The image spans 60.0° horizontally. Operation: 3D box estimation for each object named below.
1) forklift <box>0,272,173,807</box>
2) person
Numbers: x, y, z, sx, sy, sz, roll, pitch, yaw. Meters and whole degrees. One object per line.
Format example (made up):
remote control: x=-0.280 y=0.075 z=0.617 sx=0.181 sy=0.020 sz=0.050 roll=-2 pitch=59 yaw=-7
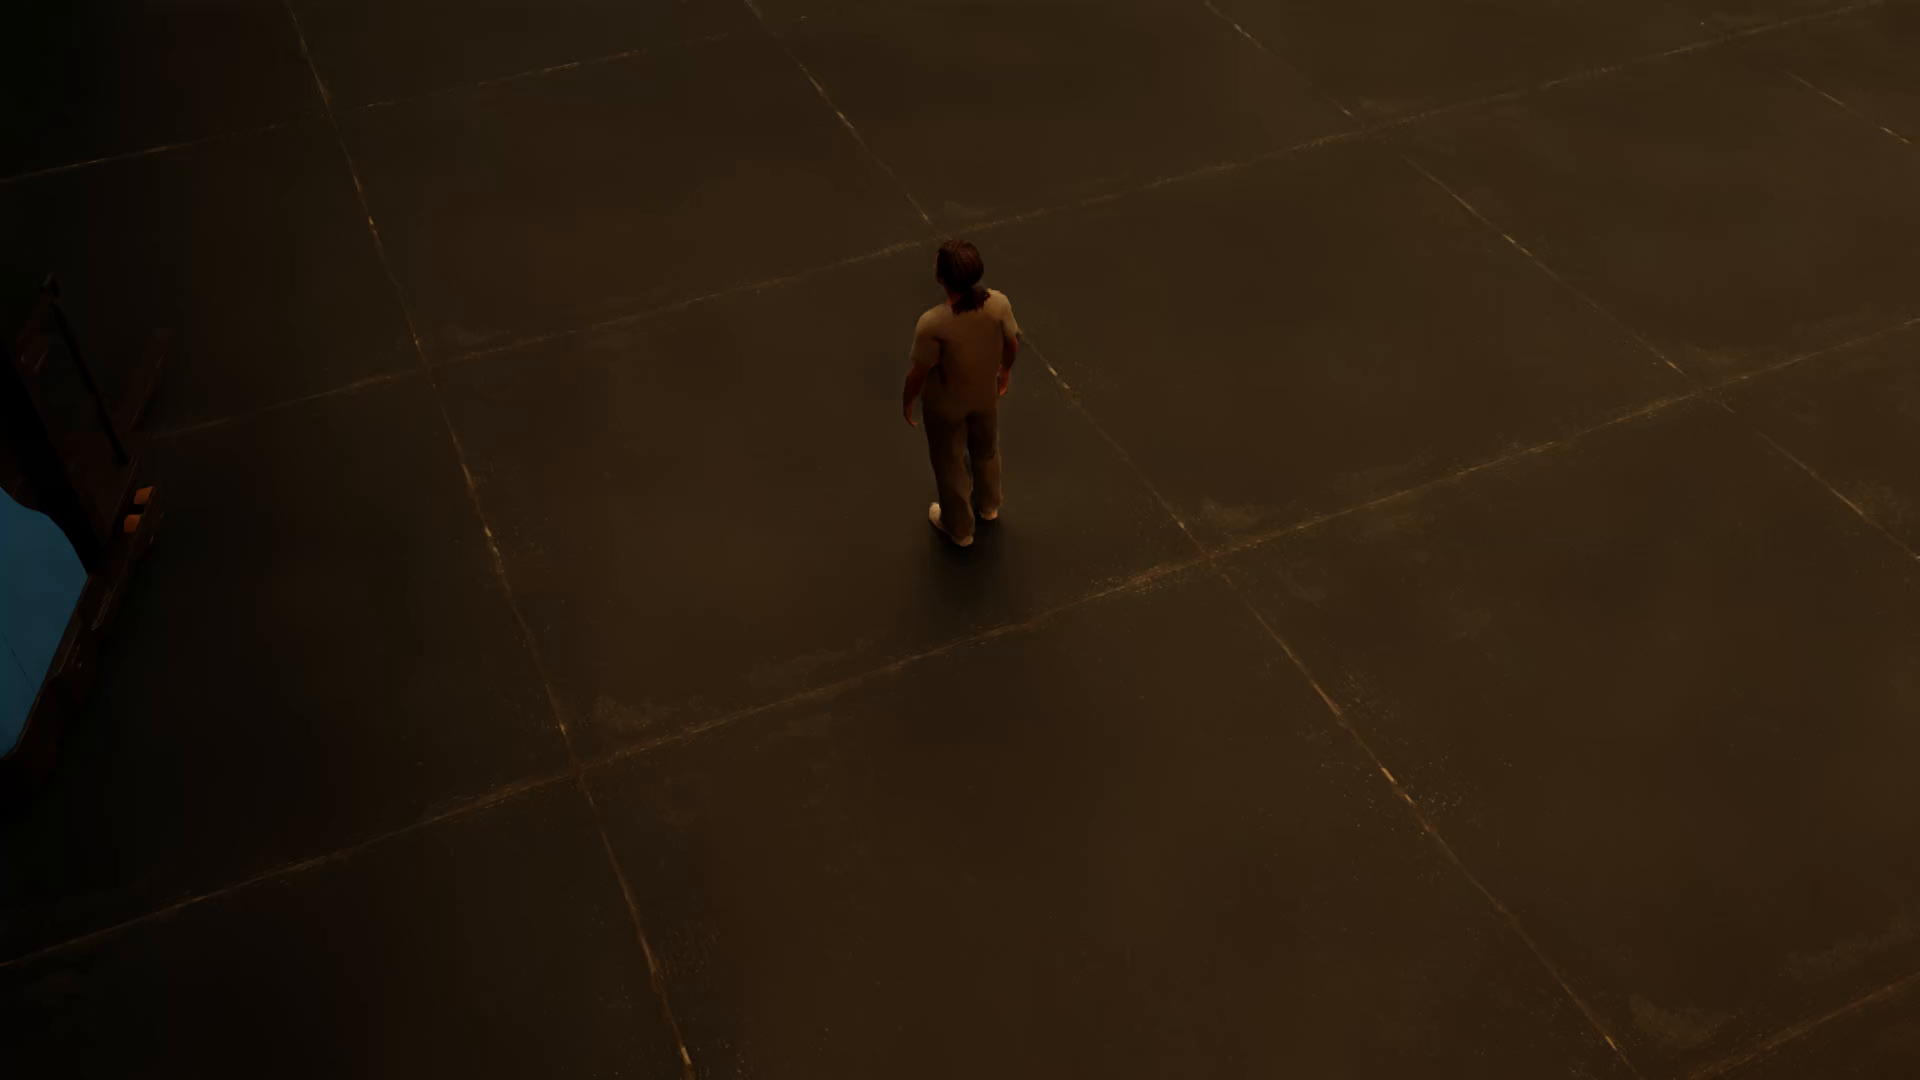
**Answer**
forklift: x=-4.326 y=-0.967 z=6.717 sx=1.130 sy=2.935 sz=3.031 roll=-3 pitch=43 yaw=-4
person: x=-0.019 y=-0.667 z=7.305 sx=0.550 sy=1.674 sz=0.548 roll=-18 pitch=46 yaw=-18
